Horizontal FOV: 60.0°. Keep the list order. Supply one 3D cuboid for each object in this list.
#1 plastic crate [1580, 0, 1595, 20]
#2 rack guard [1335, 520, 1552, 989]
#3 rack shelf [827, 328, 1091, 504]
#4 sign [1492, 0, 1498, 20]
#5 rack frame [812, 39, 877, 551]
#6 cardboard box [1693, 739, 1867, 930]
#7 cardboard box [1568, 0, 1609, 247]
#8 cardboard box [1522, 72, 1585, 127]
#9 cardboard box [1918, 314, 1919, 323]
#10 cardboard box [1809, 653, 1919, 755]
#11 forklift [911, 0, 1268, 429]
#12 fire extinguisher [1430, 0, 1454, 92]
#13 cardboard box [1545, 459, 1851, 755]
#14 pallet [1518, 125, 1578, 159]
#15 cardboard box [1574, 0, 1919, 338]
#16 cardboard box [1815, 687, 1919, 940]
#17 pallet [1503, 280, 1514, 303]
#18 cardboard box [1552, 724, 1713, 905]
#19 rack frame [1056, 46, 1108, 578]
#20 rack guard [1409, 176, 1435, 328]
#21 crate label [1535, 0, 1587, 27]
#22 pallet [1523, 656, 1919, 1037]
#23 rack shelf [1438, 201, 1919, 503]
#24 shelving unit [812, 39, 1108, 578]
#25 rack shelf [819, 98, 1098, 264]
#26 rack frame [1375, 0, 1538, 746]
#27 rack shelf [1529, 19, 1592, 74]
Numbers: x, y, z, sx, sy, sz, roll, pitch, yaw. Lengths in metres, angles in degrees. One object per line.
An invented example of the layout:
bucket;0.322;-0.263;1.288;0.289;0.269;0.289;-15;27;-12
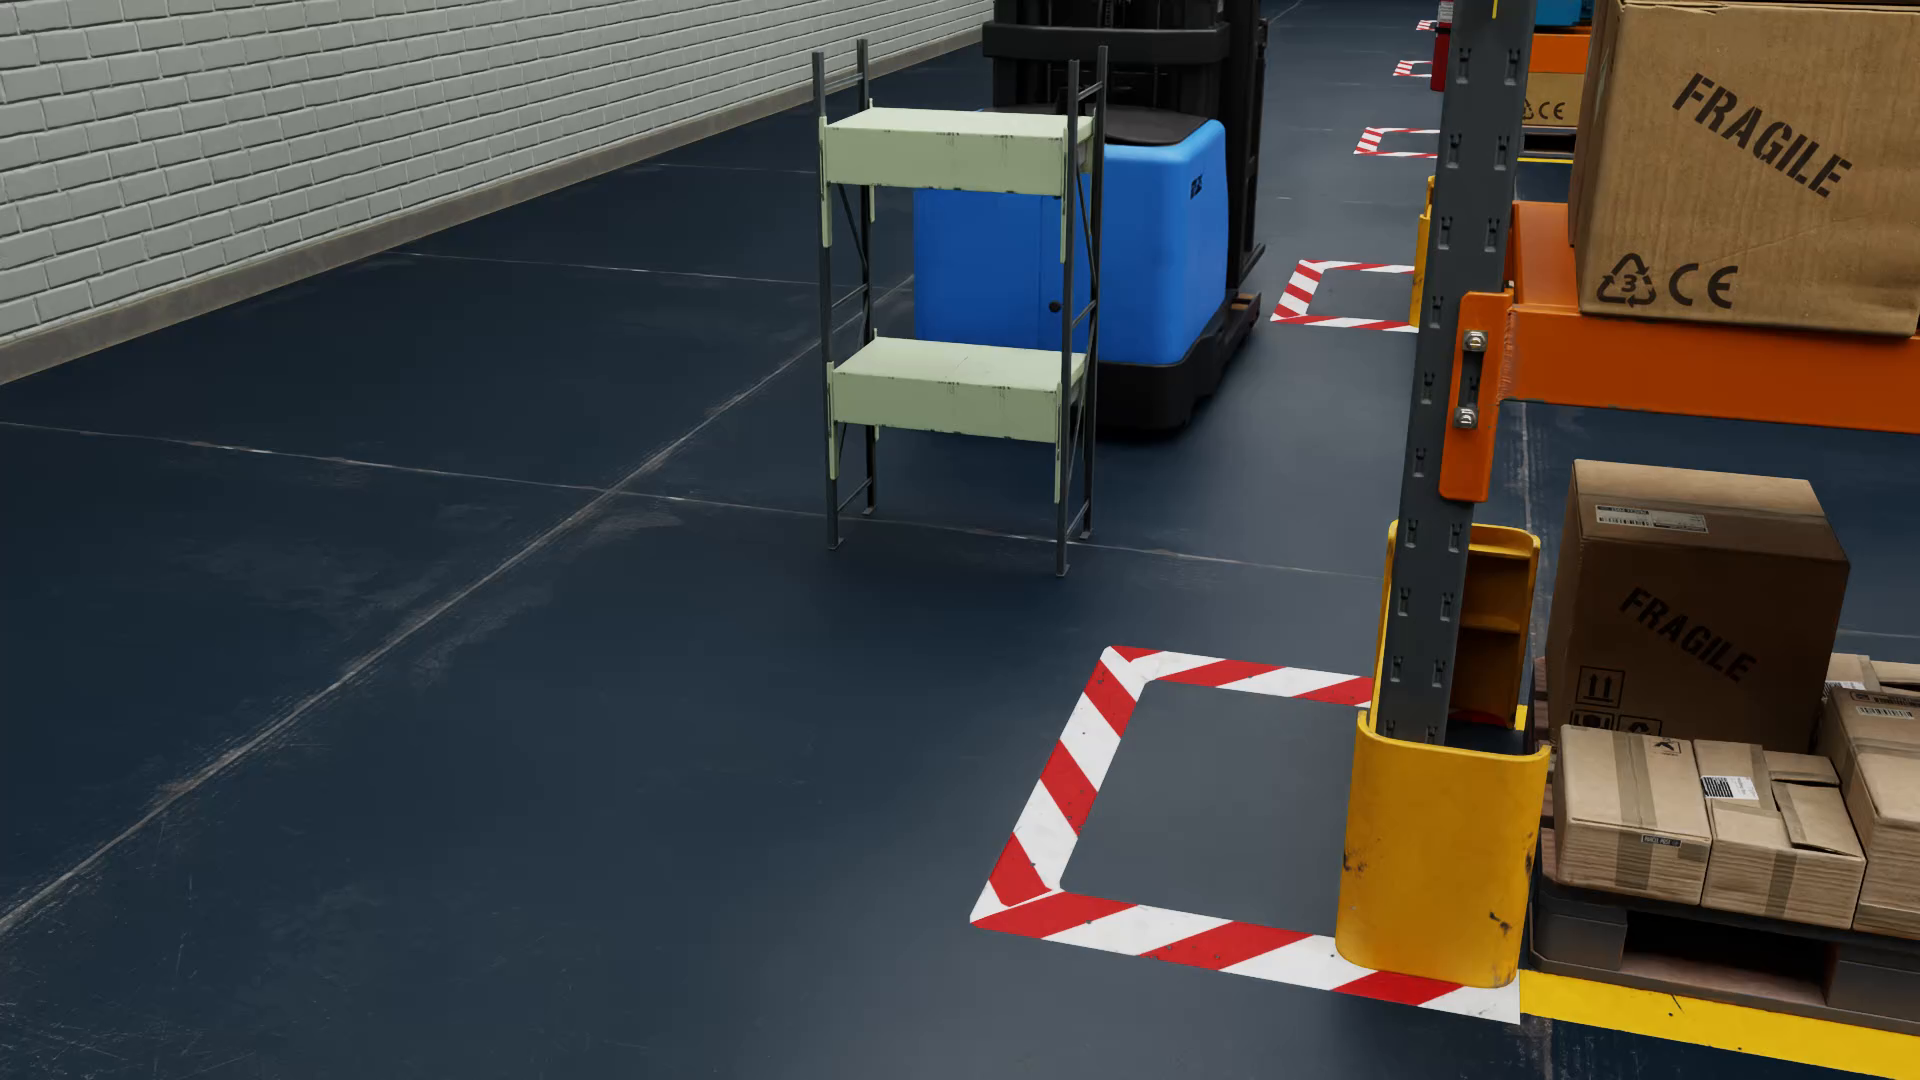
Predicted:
plastic crate;2.799;-2.638;7.622;0.499;0.435;0.616;7;23;16
rack guard;1.062;0.402;3.632;0.348;0.500;1.175;7;23;16
rack shelf;0.006;-0.392;5.107;0.720;0.370;0.431;7;23;16
sign;0.833;-0.967;2.533;0.005;0.325;0.100;7;23;16
rack frame;-0.344;-0.733;5.081;0.023;1.500;0.400;7;23;16
cardboard box;1.531;0.542;3.149;0.250;0.166;0.380;7;23;16
cardboard box;1.497;-0.859;3.280;0.500;0.500;0.500;7;23;17
cardboard box;4.491;-3.532;12.175;0.875;0.875;0.875;7;23;16
cardboard box;1.834;-0.610;2.674;0.500;0.500;0.500;6;23;15
cardboard box;1.943;0.391;3.517;0.250;0.166;0.380;7;23;16
forklift;0.748;-2.289;6.988;1.130;2.935;3.031;7;23;16
fire extinguisher;2.411;-2.536;8.093;0.183;0.674;0.296;7;23;16
cardboard box;1.581;0.160;3.642;0.500;0.500;0.500;7;23;16
pallet;4.643;-3.013;12.336;1.213;0.211;1.003;7;23;16
cardboard box;1.338;-0.665;2.807;0.500;0.500;0.500;7;23;17
cardboard box;1.907;0.523;3.086;0.500;0.250;0.500;7;23;16
pallet;3.202;-1.168;7.839;1.213;0.211;1.003;7;23;16
cardboard box;1.291;0.523;3.219;0.250;0.149;0.380;7;23;16
rack frame;0.357;-0.653;4.886;0.023;1.500;0.400;7;23;16
rack guard;2.397;-1.404;8.034;0.348;0.500;1.175;7;23;16
crate label;2.565;-2.366;7.227;0.303;0.233;0.416;7;23;16
pallet;1.826;0.622;3.475;1.213;0.211;1.003;7;23;16
rack shelf;2.904;-0.211;2.780;4.000;0.370;1.077;7;23;16
shelving unit;0.006;-0.693;4.984;0.755;1.500;0.431;7;23;16
rack shelf;0.006;-1.054;4.836;0.720;0.370;0.431;7;23;16
rack frame;0.990;-0.763;3.178;0.127;3.000;1.000;7;23;16
rack shelf;4.339;-2.010;7.167;4.000;0.370;1.077;7;23;16
